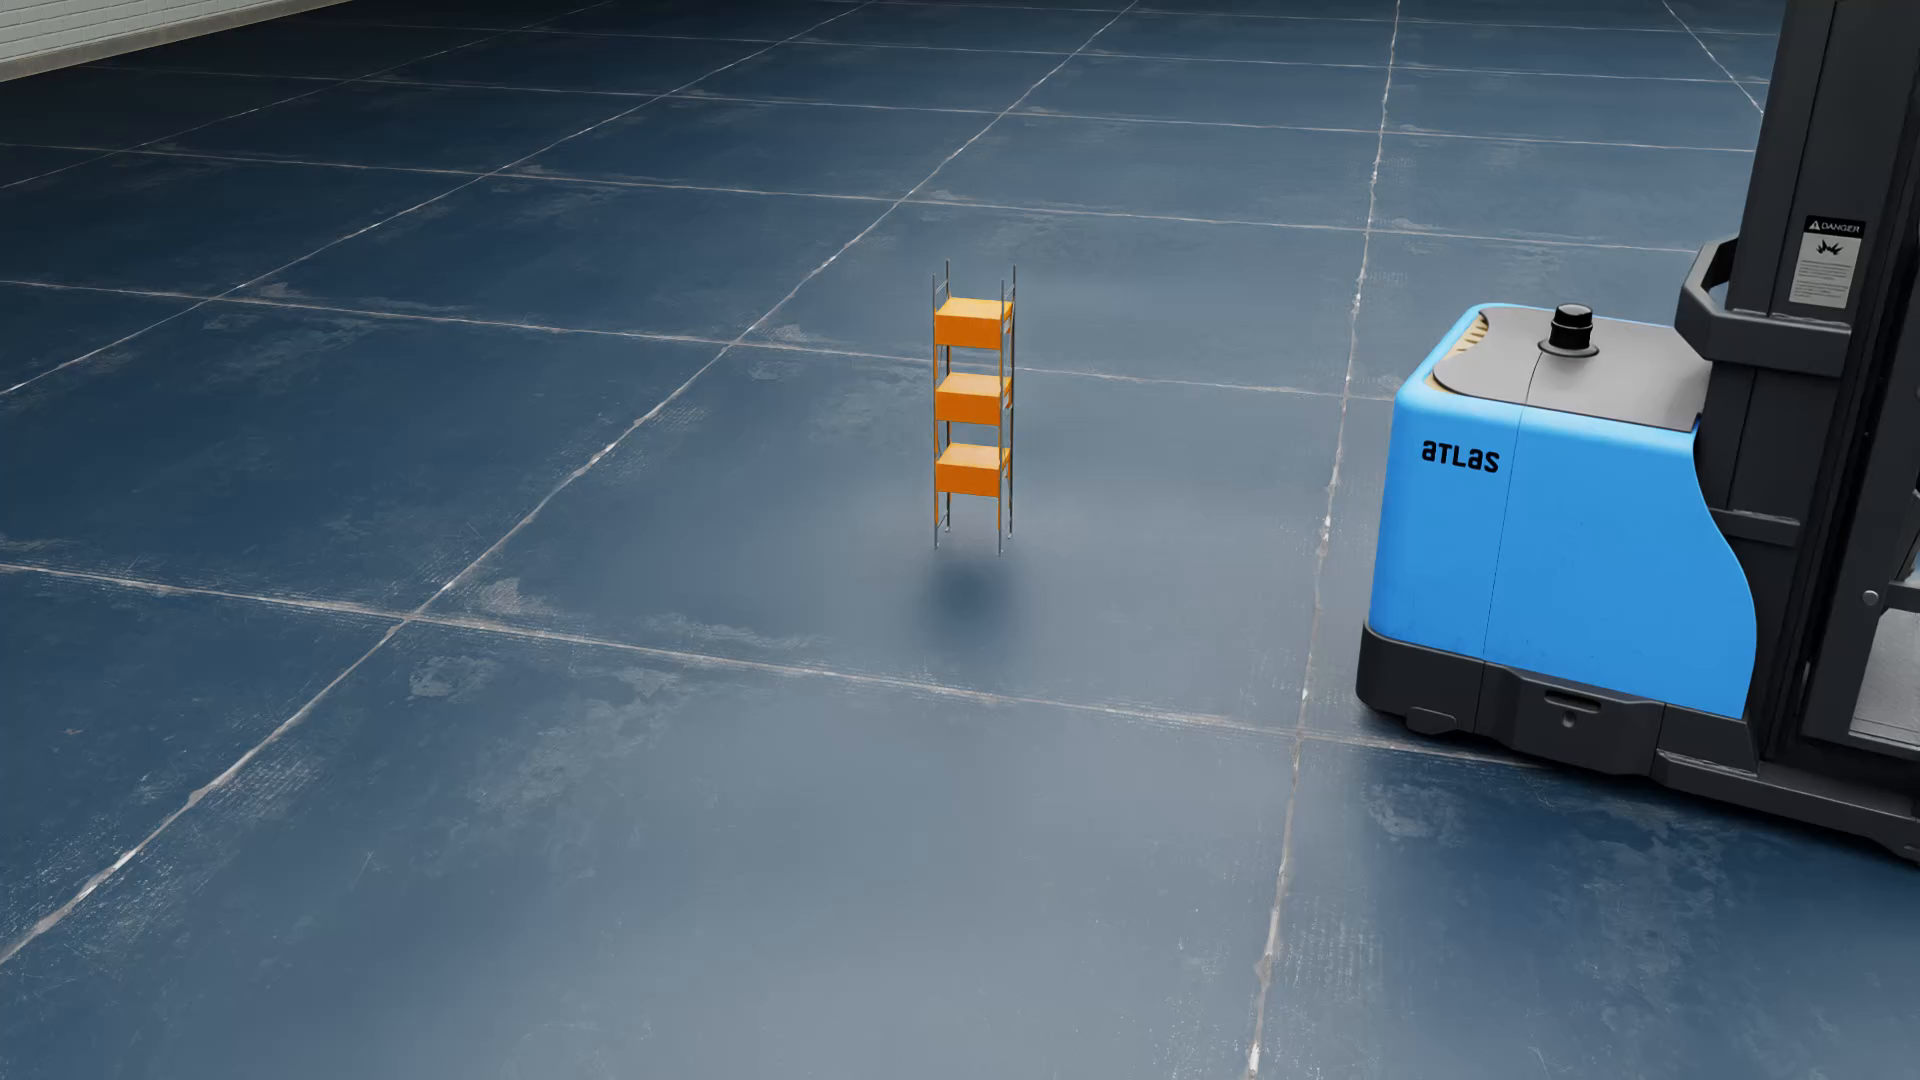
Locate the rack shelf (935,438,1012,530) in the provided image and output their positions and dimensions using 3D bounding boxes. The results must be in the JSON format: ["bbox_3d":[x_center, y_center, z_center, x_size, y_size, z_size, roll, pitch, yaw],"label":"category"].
[{"bbox_3d":[0.052,-0.208,6.136,0.240,0.259,0.215,6,26,13],"label":"rack shelf"}]

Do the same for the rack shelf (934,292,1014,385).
[{"bbox_3d":[0.052,-0.715,5.895,0.240,0.259,0.215,6,26,13],"label":"rack shelf"}]

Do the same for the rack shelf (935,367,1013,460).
[{"bbox_3d":[0.052,-0.459,6.017,0.240,0.259,0.215,6,26,13],"label":"rack shelf"}]

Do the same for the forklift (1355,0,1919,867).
[{"bbox_3d":[2.757,-0.656,4.219,3.031,2.935,1.130,13,28,25],"label":"forklift"}]

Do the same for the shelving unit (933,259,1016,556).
[{"bbox_3d":[0.052,-0.468,6.012,0.252,1.050,0.215,6,26,13],"label":"shelving unit"}]

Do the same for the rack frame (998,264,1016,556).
[{"bbox_3d":[0.170,-0.455,5.985,0.008,1.050,0.200,6,26,13],"label":"rack frame"}]

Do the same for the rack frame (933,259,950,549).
[{"bbox_3d":[-0.066,-0.481,6.040,0.008,1.050,0.200,6,26,13],"label":"rack frame"}]
